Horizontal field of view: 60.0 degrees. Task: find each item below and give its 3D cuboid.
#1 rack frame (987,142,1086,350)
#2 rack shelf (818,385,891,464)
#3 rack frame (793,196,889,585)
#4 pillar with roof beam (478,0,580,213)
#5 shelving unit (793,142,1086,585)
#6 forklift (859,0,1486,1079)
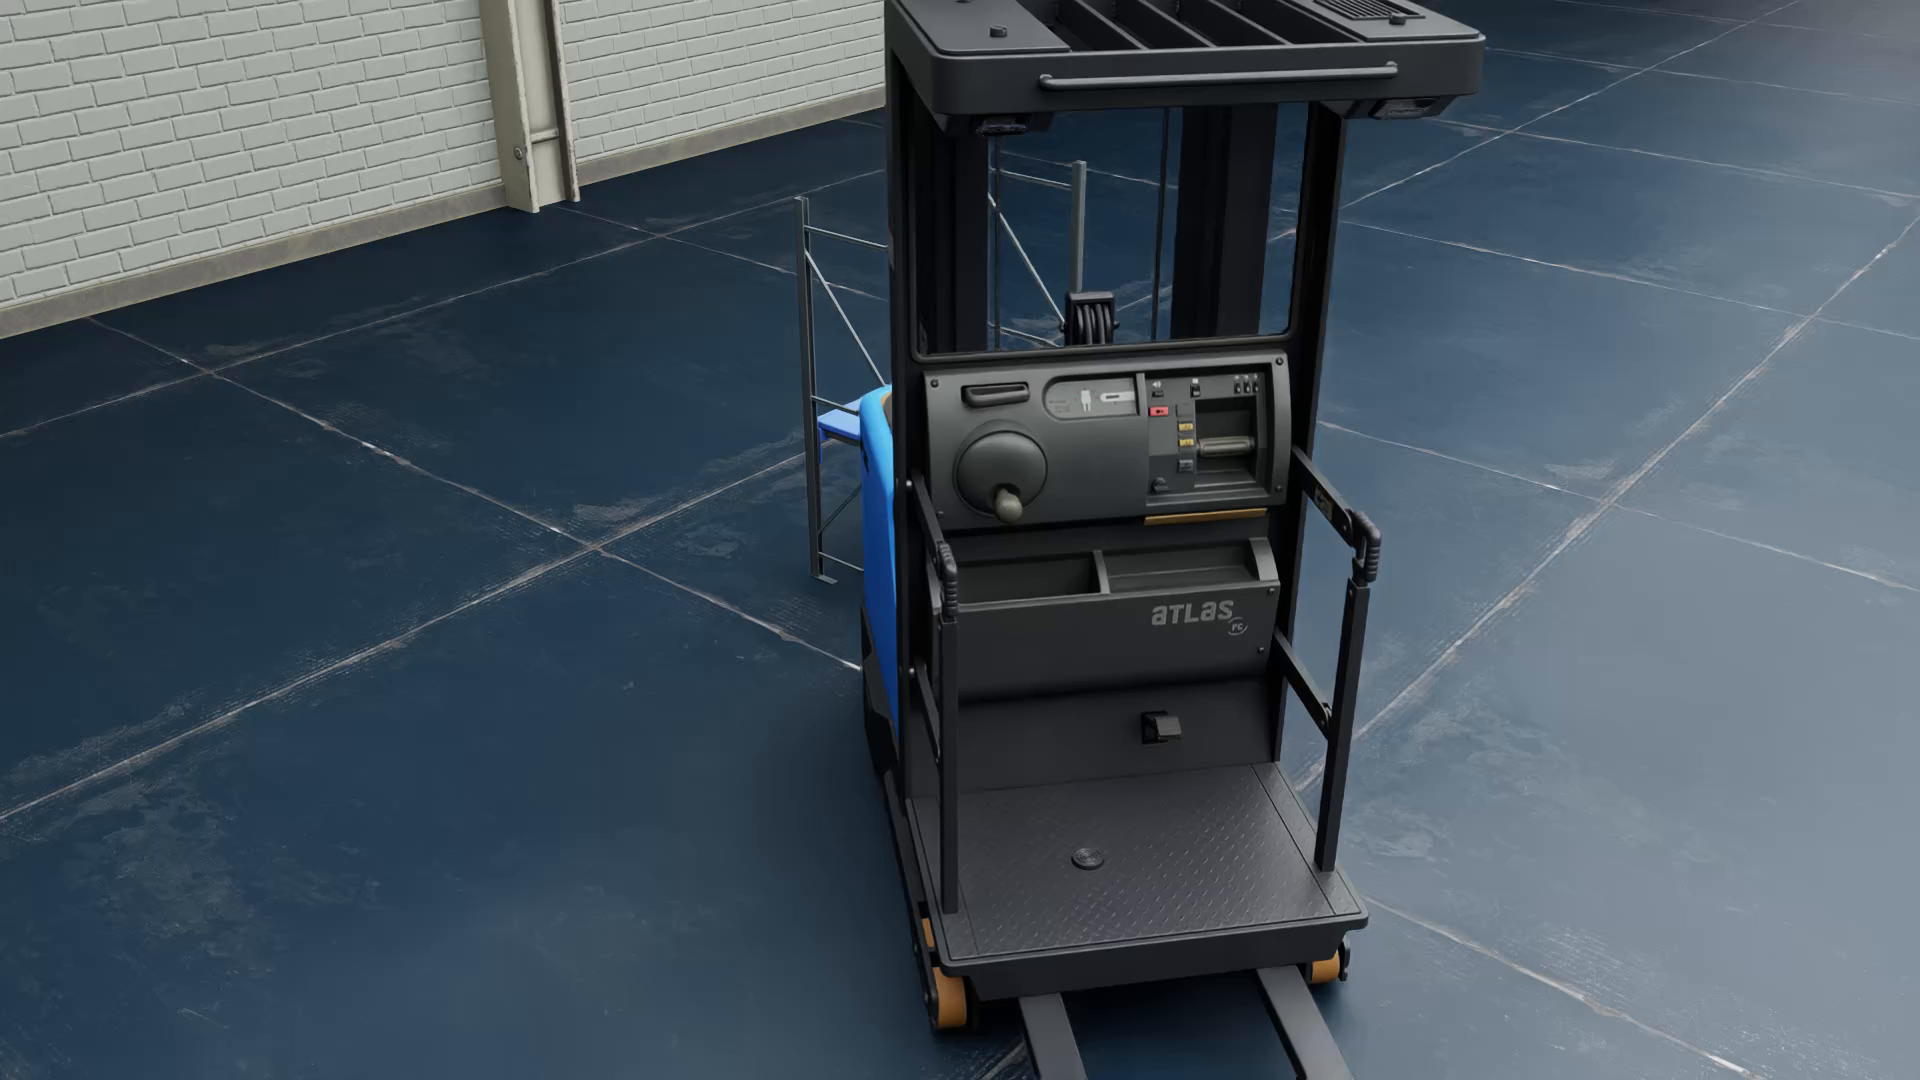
[{"bbox_3d":[0.269,-0.816,6.695,0.500,1.500,0.032,21,34,34],"label":"rack frame"},{"bbox_3d":[-0.054,-0.476,6.430,0.538,0.185,1.000,21,34,34],"label":"rack shelf"},{"bbox_3d":[-0.378,-0.456,5.999,0.500,1.500,0.032,21,34,34],"label":"rack frame"},{"bbox_3d":[0.533,-4.994,6.610,9.100,9.000,0.400,21,34,34],"label":"pillar with roof beam"},{"bbox_3d":[-0.054,-0.636,6.347,0.538,1.500,1.048,21,34,34],"label":"shelving unit"},{"bbox_3d":[0.414,-0.217,3.979,1.130,2.935,3.031,-4,28,-9],"label":"forklift"}]
